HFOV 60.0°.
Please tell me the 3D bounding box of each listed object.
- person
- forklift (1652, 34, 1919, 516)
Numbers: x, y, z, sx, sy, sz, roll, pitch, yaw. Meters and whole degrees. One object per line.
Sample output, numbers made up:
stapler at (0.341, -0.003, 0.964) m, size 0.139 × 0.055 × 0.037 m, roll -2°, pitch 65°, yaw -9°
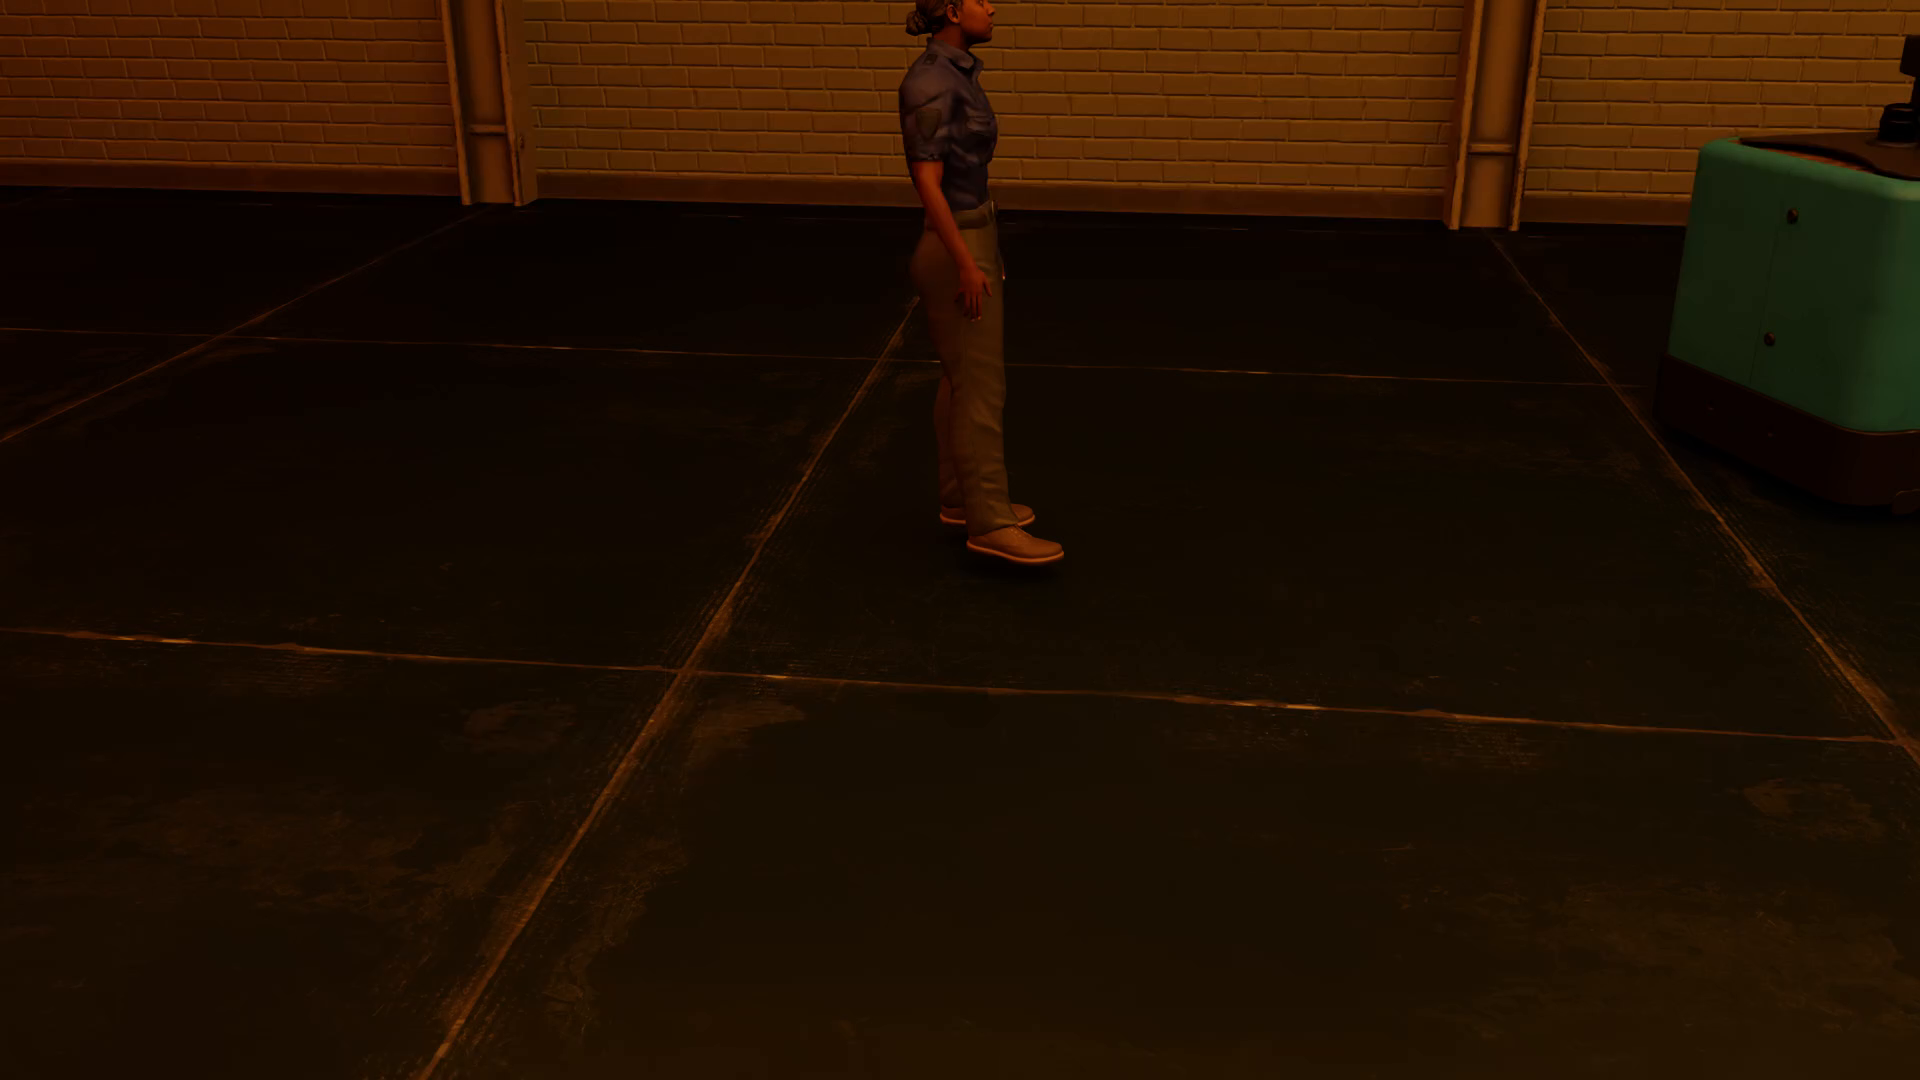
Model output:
person at (0.084, -0.799, 4.822) m, size 0.504 × 1.654 × 0.569 m, roll 3°, pitch 22°, yaw 7°
forklift at (4.119, -1.719, 5.523) m, size 3.031 × 2.935 × 1.130 m, roll -5°, pitch 23°, yaw -13°
